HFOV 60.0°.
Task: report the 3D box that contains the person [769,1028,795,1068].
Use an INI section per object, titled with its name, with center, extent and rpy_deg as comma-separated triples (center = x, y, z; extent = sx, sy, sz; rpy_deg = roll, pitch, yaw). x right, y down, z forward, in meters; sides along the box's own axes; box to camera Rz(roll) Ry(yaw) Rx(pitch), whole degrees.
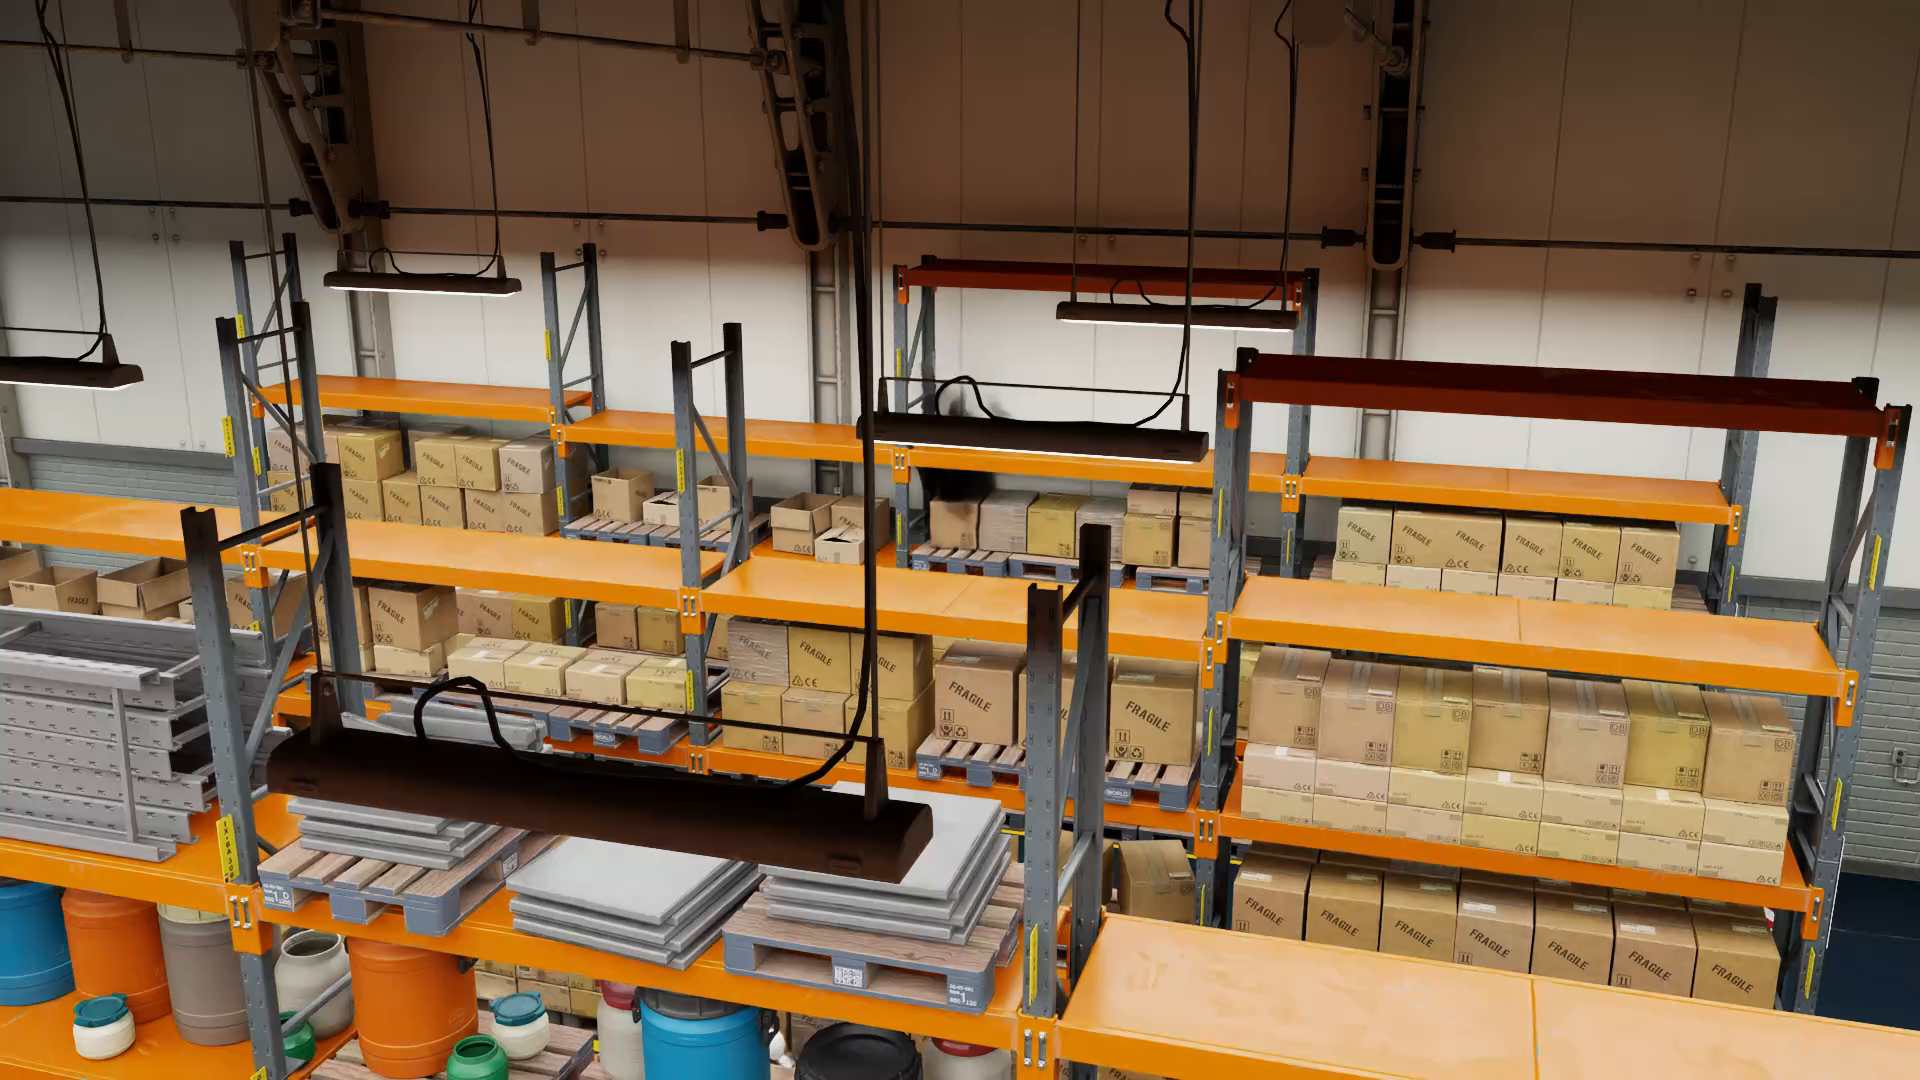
[person]
center = -1.296, 4.069, 11.260
extent = 0.824, 1.739, 0.633
rpy_deg = 1, 16, 4
